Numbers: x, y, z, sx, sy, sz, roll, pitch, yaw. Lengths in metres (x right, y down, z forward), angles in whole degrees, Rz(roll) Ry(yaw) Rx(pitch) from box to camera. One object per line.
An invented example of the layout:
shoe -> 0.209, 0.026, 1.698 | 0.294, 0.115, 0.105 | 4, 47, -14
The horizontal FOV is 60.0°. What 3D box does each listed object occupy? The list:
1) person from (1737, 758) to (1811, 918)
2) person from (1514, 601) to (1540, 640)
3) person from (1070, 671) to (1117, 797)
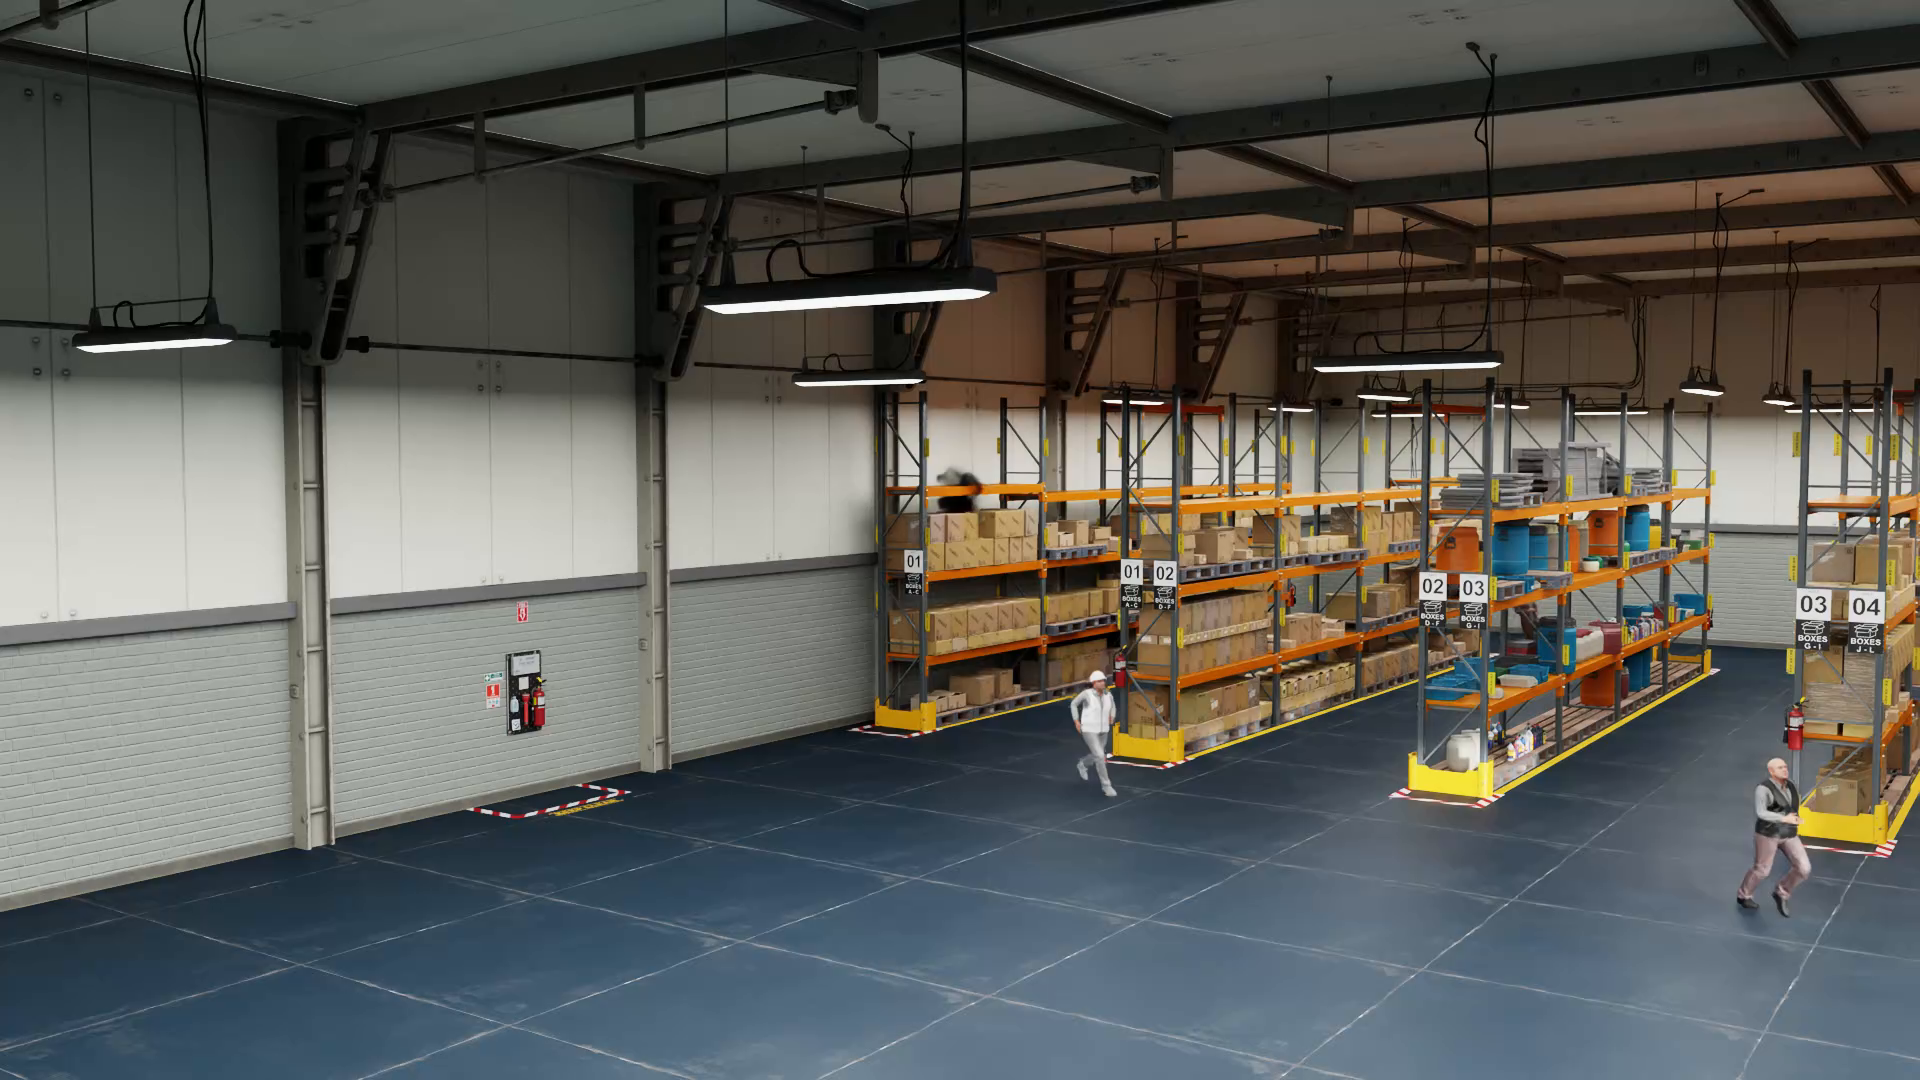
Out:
person -> 8.698, 3.157, 17.684 | 0.664, 1.701, 0.853 | -1, 3, -15
person -> 13.682, 1.946, 40.002 | 0.870, 1.713, 0.743 | -1, 3, -15
person -> 1.966, 2.774, 24.214 | 0.678, 1.774, 1.010 | -2, 4, -28
